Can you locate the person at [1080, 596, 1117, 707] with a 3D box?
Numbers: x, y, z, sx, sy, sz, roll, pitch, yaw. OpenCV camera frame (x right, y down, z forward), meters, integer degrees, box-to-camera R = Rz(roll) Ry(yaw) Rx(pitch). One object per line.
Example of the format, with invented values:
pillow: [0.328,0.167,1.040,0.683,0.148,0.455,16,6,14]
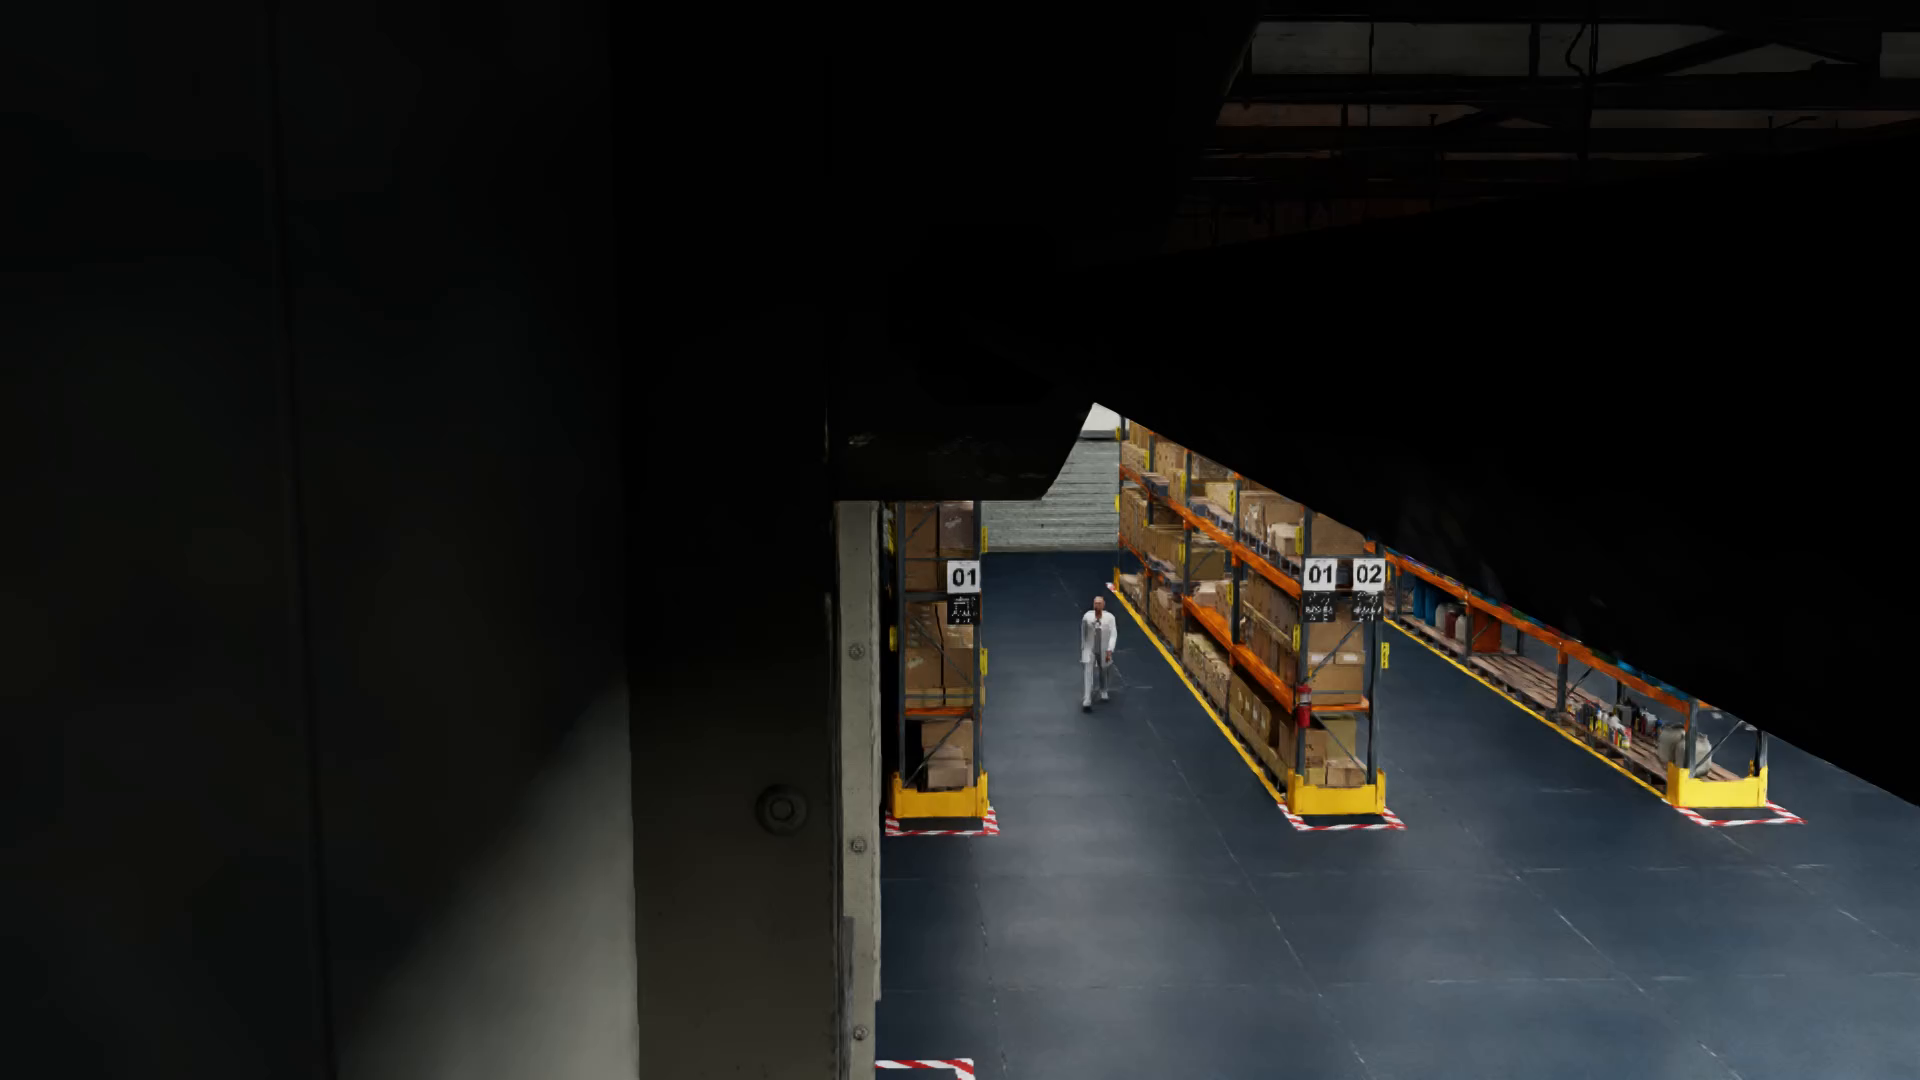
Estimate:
person: [2.172,1.722,26.083,0.573,1.716,1.099,1,8,6]

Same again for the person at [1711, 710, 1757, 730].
person: [11.543,1.979,24.743,0.446,1.590,1.110,0,8,0]
